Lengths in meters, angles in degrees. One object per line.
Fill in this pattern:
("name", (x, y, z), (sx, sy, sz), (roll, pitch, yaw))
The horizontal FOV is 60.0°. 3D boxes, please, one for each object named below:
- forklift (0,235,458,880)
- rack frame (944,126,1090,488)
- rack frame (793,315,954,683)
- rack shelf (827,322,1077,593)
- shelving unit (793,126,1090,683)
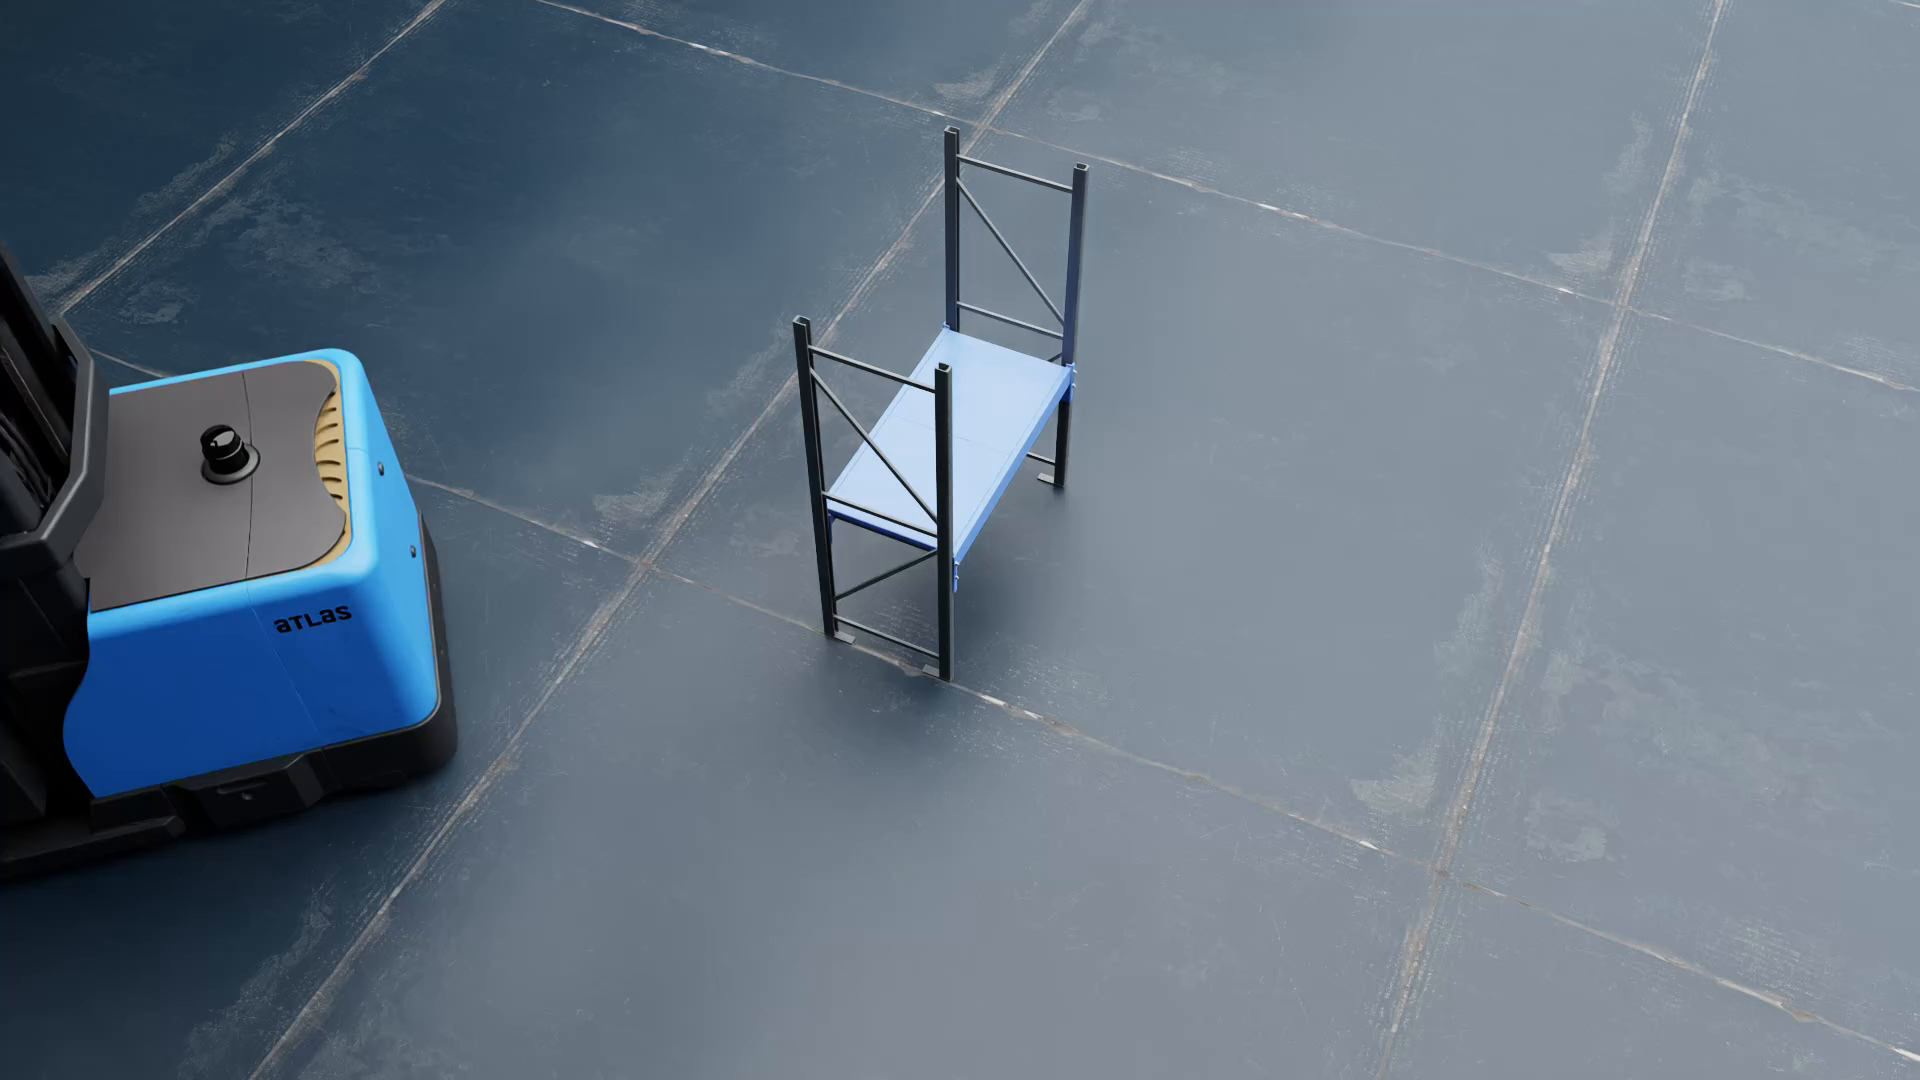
("forklift", (-3.260, -0.222, 4.515), (3.031, 2.935, 1.130), (-13, 51, -11))
("rack frame", (0.181, -0.777, 5.927), (0.500, 1.500, 0.032), (20, 52, 16))
("rack frame", (-0.254, -0.077, 5.331), (0.500, 1.500, 0.032), (20, 52, 16))
("rack shelf", (-0.036, -0.311, 5.766), (0.538, 0.185, 1.000), (20, 52, 16))
("shelving unit", (-0.036, -0.427, 5.629), (0.538, 1.500, 1.048), (20, 52, 16))
